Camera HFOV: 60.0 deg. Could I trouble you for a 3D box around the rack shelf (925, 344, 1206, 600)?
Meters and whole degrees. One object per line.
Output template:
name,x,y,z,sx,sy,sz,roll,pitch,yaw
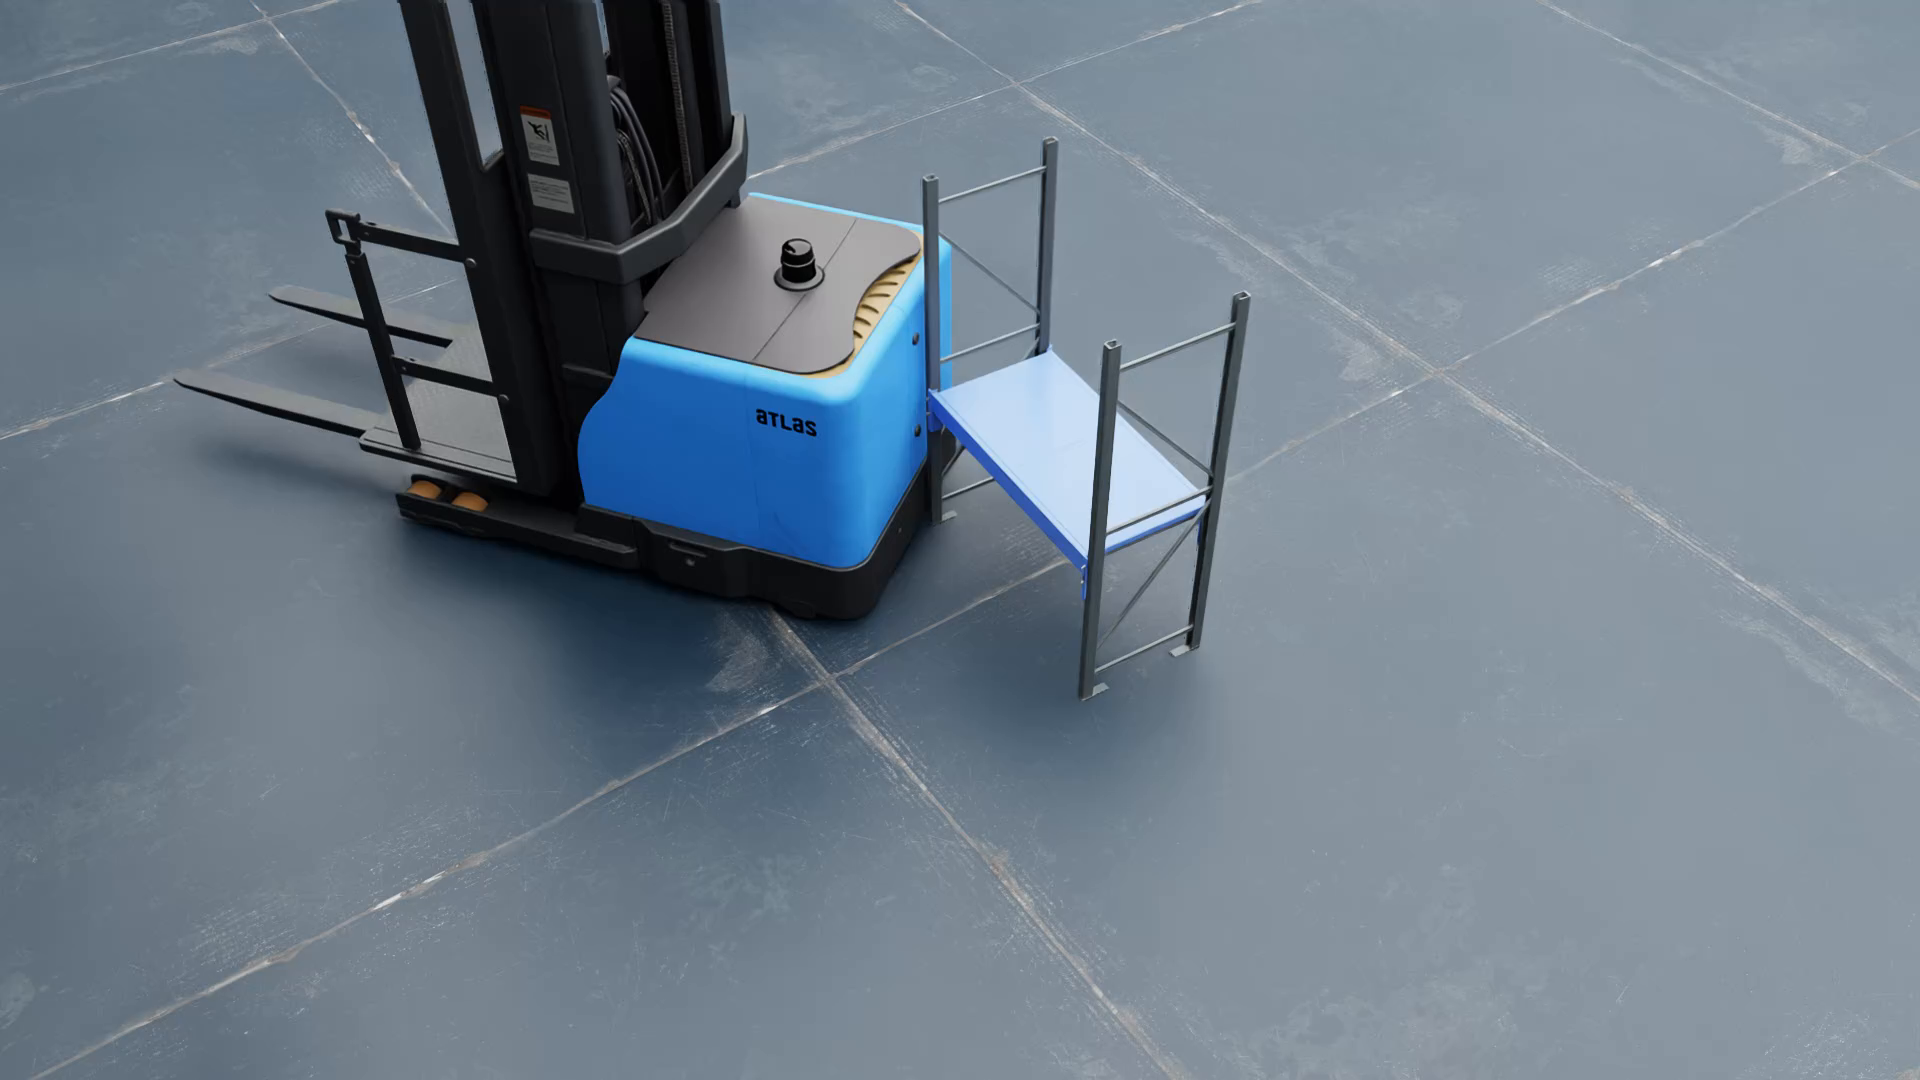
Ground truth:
rack shelf,0.363,-0.259,5.696,0.538,0.185,1.000,-22,48,-22

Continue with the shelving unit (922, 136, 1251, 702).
shelving unit,0.363,-0.389,5.571,0.538,1.500,1.048,-22,48,-22

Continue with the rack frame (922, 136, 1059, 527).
rack frame,0.102,-0.690,5.887,0.500,1.500,0.032,-22,48,-22

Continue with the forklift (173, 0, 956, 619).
forklift,-1.589,-1.403,5.597,3.031,2.935,1.130,14,45,14

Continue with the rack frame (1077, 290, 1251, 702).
rack frame,0.624,-0.088,5.256,0.500,1.500,0.032,-22,48,-22
